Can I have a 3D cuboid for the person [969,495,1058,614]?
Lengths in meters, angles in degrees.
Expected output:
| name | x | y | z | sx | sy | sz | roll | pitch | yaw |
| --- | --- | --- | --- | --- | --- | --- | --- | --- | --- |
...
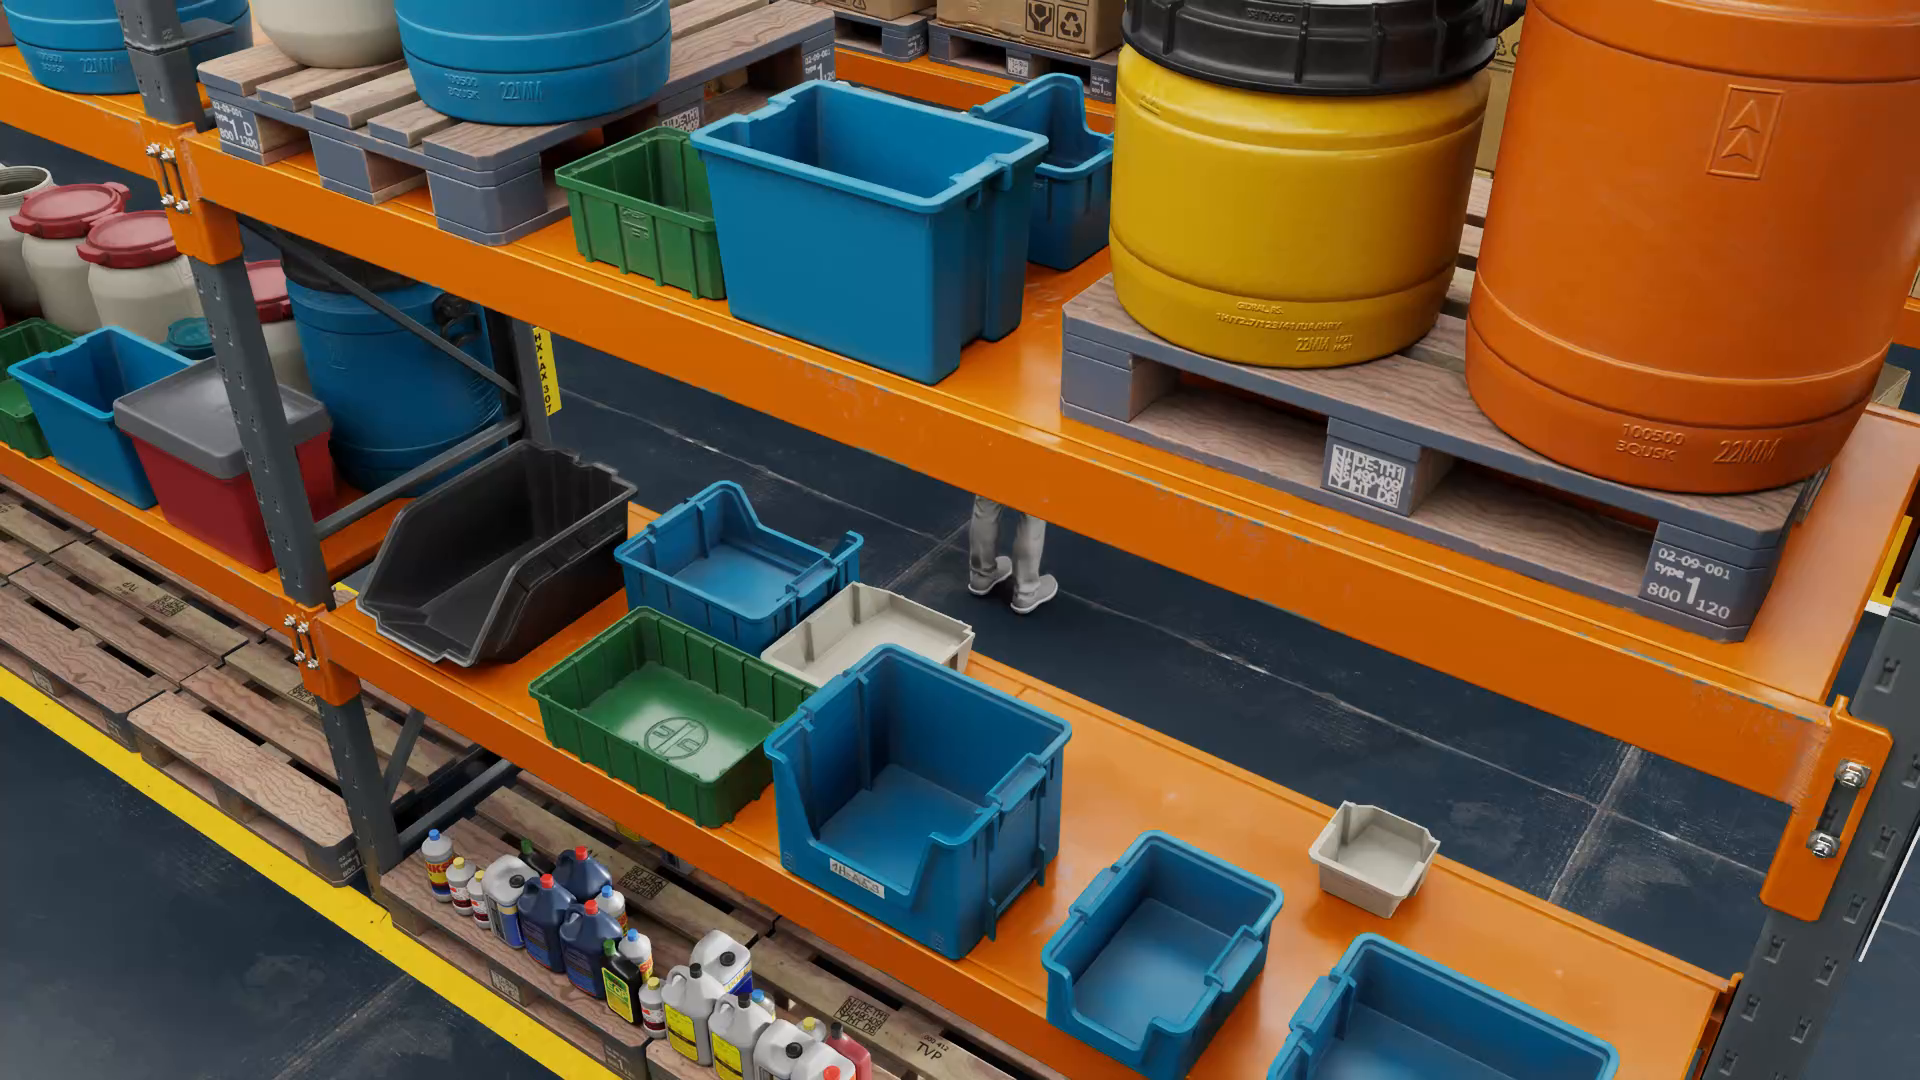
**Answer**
| name | x | y | z | sx | sy | sz | roll | pitch | yaw |
| --- | --- | --- | --- | --- | --- | --- | --- | --- | --- |
| person | 0.237 | -0.492 | 6.829 | 0.461 | 1.687 | 0.555 | 22 | 40 | 28 |
